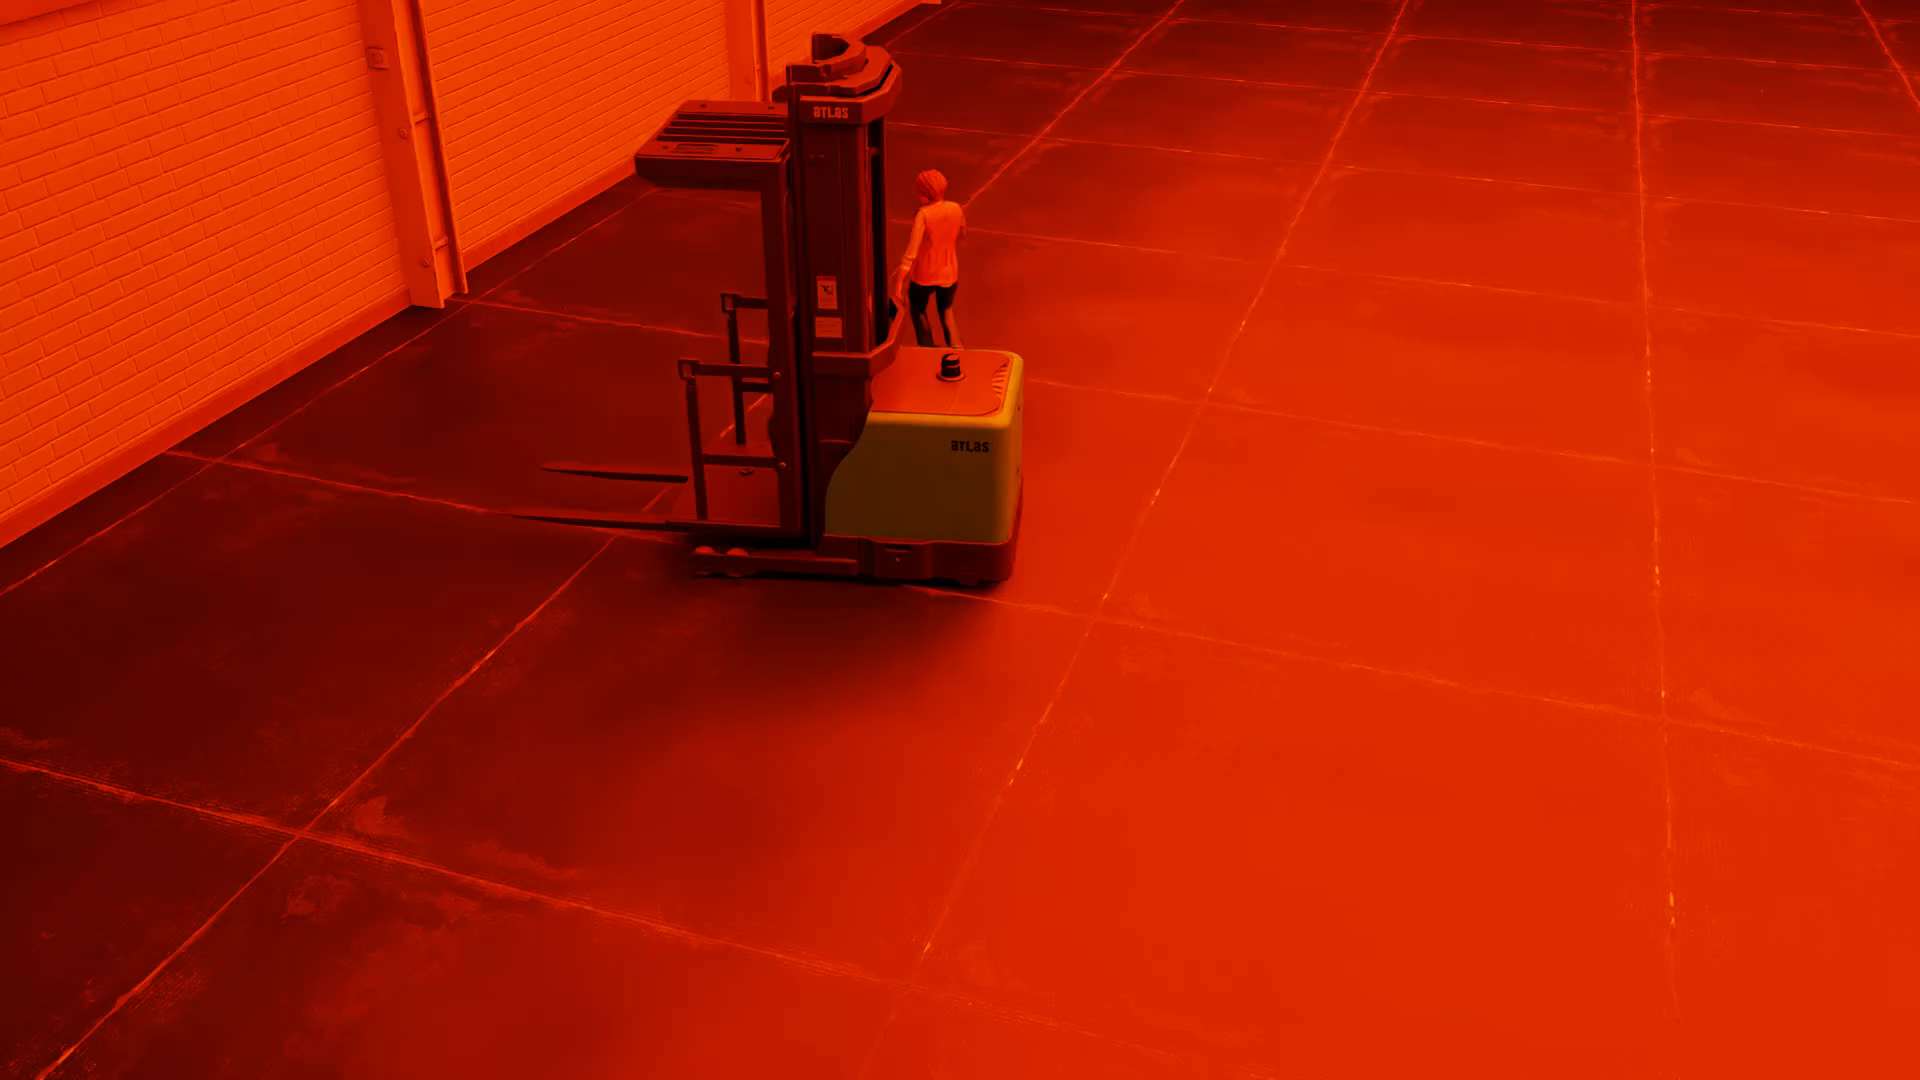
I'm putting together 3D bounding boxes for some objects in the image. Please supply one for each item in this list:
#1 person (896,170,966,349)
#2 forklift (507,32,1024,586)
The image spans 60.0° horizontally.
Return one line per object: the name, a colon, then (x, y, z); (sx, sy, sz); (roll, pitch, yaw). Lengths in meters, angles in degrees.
person: (-0.221, -1.880, 11.837); (0.595, 1.555, 0.535); (-10, 31, -18)
forklift: (-1.162, -1.313, 9.440); (3.031, 2.935, 1.130); (3, 30, 6)
